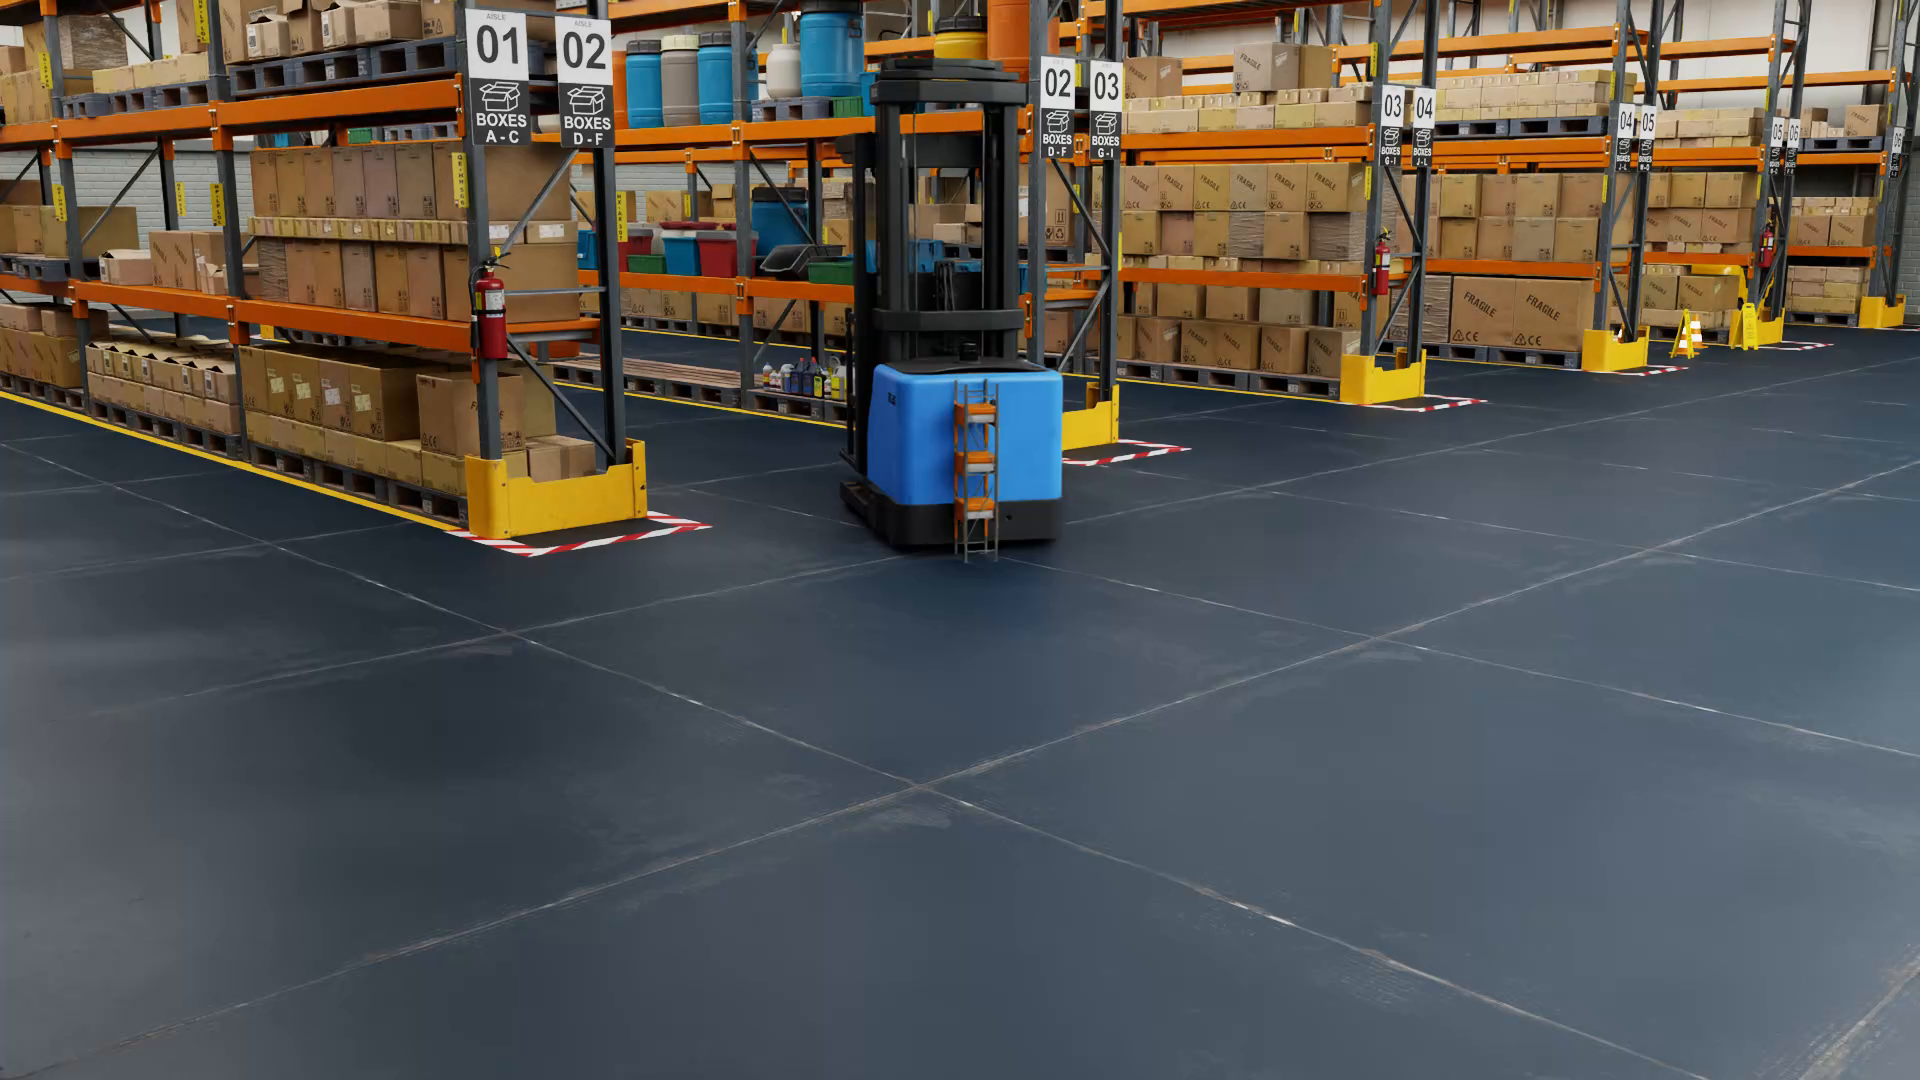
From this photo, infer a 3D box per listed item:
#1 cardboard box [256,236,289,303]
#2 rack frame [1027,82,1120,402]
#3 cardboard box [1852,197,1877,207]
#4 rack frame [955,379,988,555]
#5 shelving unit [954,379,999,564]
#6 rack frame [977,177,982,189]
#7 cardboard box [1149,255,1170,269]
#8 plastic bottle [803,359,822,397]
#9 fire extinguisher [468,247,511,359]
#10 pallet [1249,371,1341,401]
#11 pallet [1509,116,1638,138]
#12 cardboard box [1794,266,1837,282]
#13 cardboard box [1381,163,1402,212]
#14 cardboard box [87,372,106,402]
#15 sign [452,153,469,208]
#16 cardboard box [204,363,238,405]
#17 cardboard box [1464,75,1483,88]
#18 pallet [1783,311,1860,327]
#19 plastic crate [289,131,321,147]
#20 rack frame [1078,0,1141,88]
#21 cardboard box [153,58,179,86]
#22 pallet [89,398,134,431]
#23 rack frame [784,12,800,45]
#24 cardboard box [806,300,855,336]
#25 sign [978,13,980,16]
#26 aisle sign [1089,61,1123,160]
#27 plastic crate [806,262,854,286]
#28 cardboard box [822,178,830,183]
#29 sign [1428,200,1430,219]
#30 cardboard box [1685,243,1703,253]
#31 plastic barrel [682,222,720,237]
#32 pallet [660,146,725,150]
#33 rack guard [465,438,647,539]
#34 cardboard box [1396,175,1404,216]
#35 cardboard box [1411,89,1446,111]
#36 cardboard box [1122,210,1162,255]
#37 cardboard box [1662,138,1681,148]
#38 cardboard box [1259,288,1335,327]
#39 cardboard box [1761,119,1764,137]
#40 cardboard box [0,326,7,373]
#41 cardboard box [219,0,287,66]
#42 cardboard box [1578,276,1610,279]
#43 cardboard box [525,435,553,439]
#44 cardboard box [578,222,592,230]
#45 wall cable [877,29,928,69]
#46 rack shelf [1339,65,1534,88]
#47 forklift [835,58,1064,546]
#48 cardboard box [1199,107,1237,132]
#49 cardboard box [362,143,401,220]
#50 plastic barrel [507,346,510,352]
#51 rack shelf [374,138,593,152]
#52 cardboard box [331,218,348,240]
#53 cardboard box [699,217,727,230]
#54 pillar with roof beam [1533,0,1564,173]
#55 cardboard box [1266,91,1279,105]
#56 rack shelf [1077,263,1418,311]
[{"bbox_3d":[-5.082,-2.146,13.119,0.500,0.500,0.700,11,16,44],"label":"cardboard box"},{"bbox_3d":[0.954,-2.267,13.953,1.000,3.000,0.127,-11,16,-43],"label":"rack frame"},{"bbox_3d":[14.892,-5.565,27.372,0.380,0.149,0.250,-11,16,-42],"label":"cardboard box"},{"bbox_3d":[0.066,-0.427,9.857,0.200,1.050,0.008,-3,12,-13],"label":"rack frame"},{"bbox_3d":[0.095,-0.403,9.741,0.215,1.050,0.252,-3,12,-13],"label":"shelving unit"},{"bbox_3d":[0.655,-6.673,35.340,1.000,3.000,0.127,-11,16,-43],"label":"rack frame"},{"bbox_3d":[2.384,-3.196,19.086,0.380,0.149,0.250,-11,16,-43],"label":"cardboard box"},{"bbox_3d":[-1.420,-1.565,16.023,0.185,0.351,0.144,11,16,43],"label":"plastic bottle"},{"bbox_3d":[-2.885,-1.457,10.215,0.296,0.674,0.183,-11,16,-43],"label":"fire extinguisher"},{"bbox_3d":[3.949,-1.726,18.238,1.003,0.211,1.213,-11,16,-43],"label":"pallet"},{"bbox_3d":[7.674,-5.166,20.811,1.003,0.211,1.213,-11,16,-43],"label":"pallet"},{"bbox_3d":[14.391,-4.476,27.973,0.500,0.250,0.500,-11,16,-42],"label":"cardboard box"},{"bbox_3d":[4.354,-3.759,17.736,0.500,0.500,0.500,-11,16,-43],"label":"cardboard box"},{"bbox_3d":[-8.006,-1.486,15.938,0.500,0.250,0.500,-11,16,-43],"label":"cardboard box"},{"bbox_3d":[-3.033,-2.186,10.107,0.100,0.325,0.005,-11,16,-43],"label":"sign"},{"bbox_3d":[-5.880,-1.313,13.710,0.500,0.311,0.500,-11,16,-43],"label":"cardboard box"},{"bbox_3d":[6.662,-5.849,21.266,0.380,0.149,0.250,-11,16,-42],"label":"cardboard box"},{"bbox_3d":[14.733,-3.770,28.161,1.003,0.211,1.213,-11,16,-43],"label":"pallet"},{"bbox_3d":[-9.239,-5.779,23.722,0.504,0.338,0.767,-11,16,-43],"label":"plastic crate"},{"bbox_3d":[1.774,-6.479,19.531,1.000,3.000,0.127,-11,16,-43],"label":"rack frame"},{"bbox_3d":[-6.669,-4.050,14.505,0.500,0.250,0.500,10,15,40],"label":"cardboard box"},{"bbox_3d":[-7.615,-1.253,15.944,1.003,0.211,1.213,-11,16,-43],"label":"pallet"},{"bbox_3d":[-2.856,-8.907,31.315,1.000,3.000,0.127,-11,16,-43],"label":"rack frame"},{"bbox_3d":[-1.450,-3.393,23.645,0.875,0.875,1.225,11,16,43],"label":"cardboard box"},{"bbox_3d":[0.304,-8.936,28.751,0.100,0.325,0.005,-11,16,-43],"label":"sign"},{"bbox_3d":[1.216,-3.570,13.838,0.394,0.787,0.004,-11,16,-43],"label":"aisle sign"},{"bbox_3d":[-1.075,-2.509,15.655,0.450,0.188,0.662,-11,16,-43],"label":"plastic crate"},{"bbox_3d":[-2.384,-6.477,30.929,0.500,0.500,0.500,-10,15,-41],"label":"cardboard box"},{"bbox_3d":[4.929,-3.456,17.583,0.100,0.325,0.005,-11,16,-43],"label":"sign"},{"bbox_3d":[10.874,-4.301,24.452,0.380,0.149,0.250,-11,16,-44],"label":"cardboard box"},{"bbox_3d":[-2.817,-3.194,18.119,0.433,0.535,0.433,0,12,0],"label":"plastic barrel"},{"bbox_3d":[-4.308,-6.255,26.096,1.003,0.211,1.213,-11,16,-43],"label":"pallet"},{"bbox_3d":[-2.614,-0.349,10.841,1.175,0.500,0.348,-11,16,-43],"label":"rack guard"},{"bbox_3d":[6.125,-4.697,22.700,0.875,0.550,0.550,-11,16,-43],"label":"cardboard box"},{"bbox_3d":[6.265,-5.756,21.801,0.500,0.250,0.500,-11,16,-43],"label":"cardboard box"},{"bbox_3d":[2.360,-3.583,19.358,0.875,0.500,0.500,-11,16,-43],"label":"cardboard box"},{"bbox_3d":[10.568,-5.848,24.526,0.380,0.149,0.250,-11,16,-43],"label":"cardboard box"},{"bbox_3d":[4.938,-3.399,23.983,1.050,0.750,0.750,-11,16,-43],"label":"cardboard box"},{"bbox_3d":[11.550,-5.990,24.225,0.500,0.250,0.500,-11,16,-44],"label":"cardboard box"},{"bbox_3d":[-10.383,-2.139,18.436,0.500,0.500,0.500,-11,16,-42],"label":"cardboard box"},{"bbox_3d":[-5.236,-3.843,12.534,0.500,0.500,0.500,-9,15,-38],"label":"cardboard box"},{"bbox_3d":[9.889,-3.872,25.659,0.500,0.500,0.500,-10,15,-40],"label":"cardboard box"},{"bbox_3d":[-3.188,-0.618,11.722,0.500,0.250,0.500,-11,16,-43],"label":"cardboard box"},{"bbox_3d":[-6.013,-5.181,27.736,0.500,0.250,0.500,-11,16,-43],"label":"cardboard box"},{"bbox_3d":[-0.891,-10.908,40.934,2.988,3.039,0.133,-11,16,-43],"label":"wall cable"},{"bbox_3d":[7.561,-7.603,27.764,1.077,0.370,4.000,-11,16,-43],"label":"rack shelf"},{"bbox_3d":[-0.213,-1.652,11.139,1.130,2.935,3.031,-3,12,-13],"label":"forklift"},{"bbox_3d":[2.974,-4.609,18.258,0.500,0.250,0.500,-11,16,-44],"label":"cardboard box"},{"bbox_3d":[-3.696,-2.488,11.567,0.700,0.500,0.500,-11,16,-42],"label":"cardboard box"},{"bbox_3d":[-5.700,-2.693,20.956,0.600,0.588,0.708,-11,16,-43],"label":"plastic barrel"},{"bbox_3d":[-5.951,-4.843,20.807,1.077,0.370,4.000,-11,16,-43],"label":"rack shelf"},{"bbox_3d":[-4.275,-2.236,11.947,0.380,0.149,0.250,-11,16,-43],"label":"cardboard box"},{"bbox_3d":[-3.614,-4.655,25.299,0.500,0.500,0.500,-11,16,-42],"label":"cardboard box"},{"bbox_3d":[8.205,-8.471,29.202,9.100,9.000,0.400,-11,16,-43],"label":"pillar with roof beam"},{"bbox_3d":[3.485,-4.711,17.766,0.380,0.149,0.250,-11,16,-42],"label":"cardboard box"},{"bbox_3d":[3.155,-2.896,18.792,1.077,0.370,4.000,-11,16,-43],"label":"rack shelf"}]
